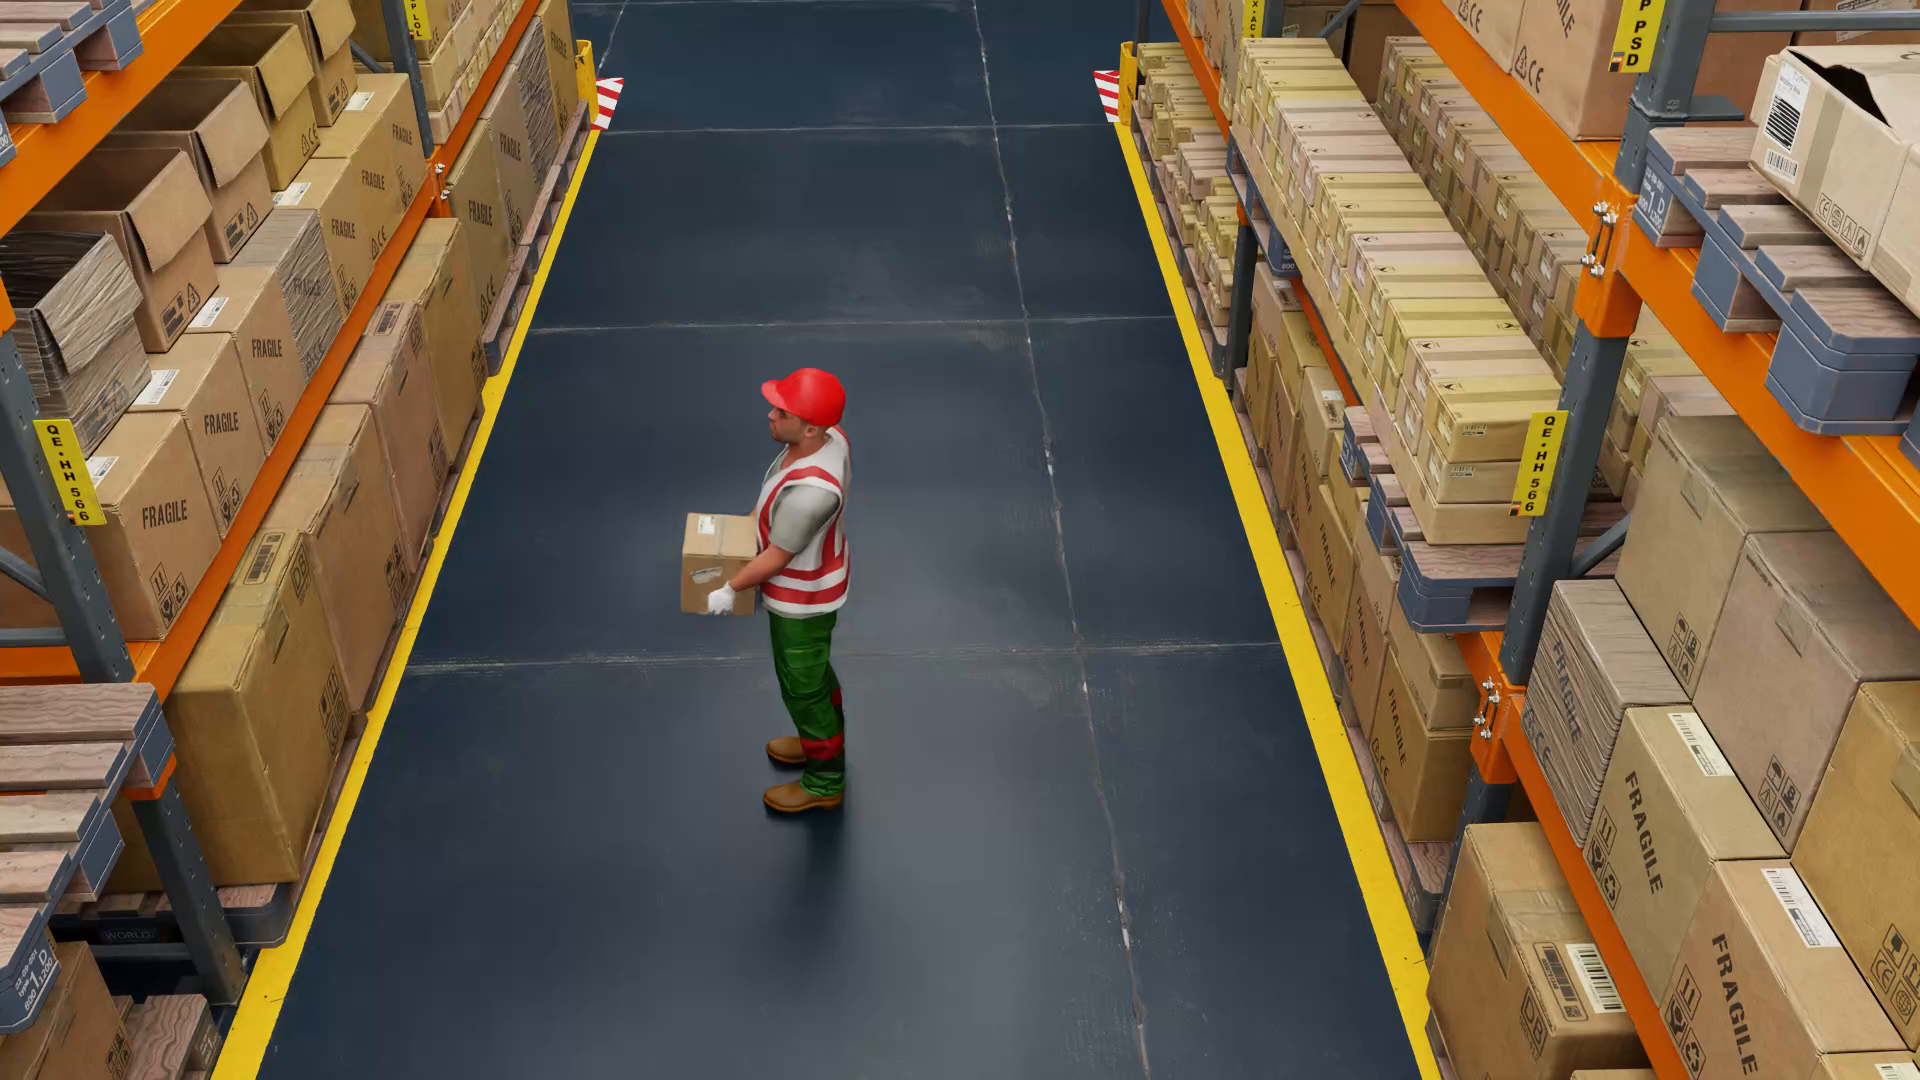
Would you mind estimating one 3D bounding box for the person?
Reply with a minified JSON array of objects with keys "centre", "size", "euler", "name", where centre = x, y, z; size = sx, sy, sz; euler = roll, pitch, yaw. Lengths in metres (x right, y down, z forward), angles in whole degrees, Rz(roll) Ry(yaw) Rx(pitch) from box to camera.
[{"centre":[-0.647,0.182,5.863],"size":[0.559,1.790,0.504],"euler":[0,35,0],"name":"person"}]
